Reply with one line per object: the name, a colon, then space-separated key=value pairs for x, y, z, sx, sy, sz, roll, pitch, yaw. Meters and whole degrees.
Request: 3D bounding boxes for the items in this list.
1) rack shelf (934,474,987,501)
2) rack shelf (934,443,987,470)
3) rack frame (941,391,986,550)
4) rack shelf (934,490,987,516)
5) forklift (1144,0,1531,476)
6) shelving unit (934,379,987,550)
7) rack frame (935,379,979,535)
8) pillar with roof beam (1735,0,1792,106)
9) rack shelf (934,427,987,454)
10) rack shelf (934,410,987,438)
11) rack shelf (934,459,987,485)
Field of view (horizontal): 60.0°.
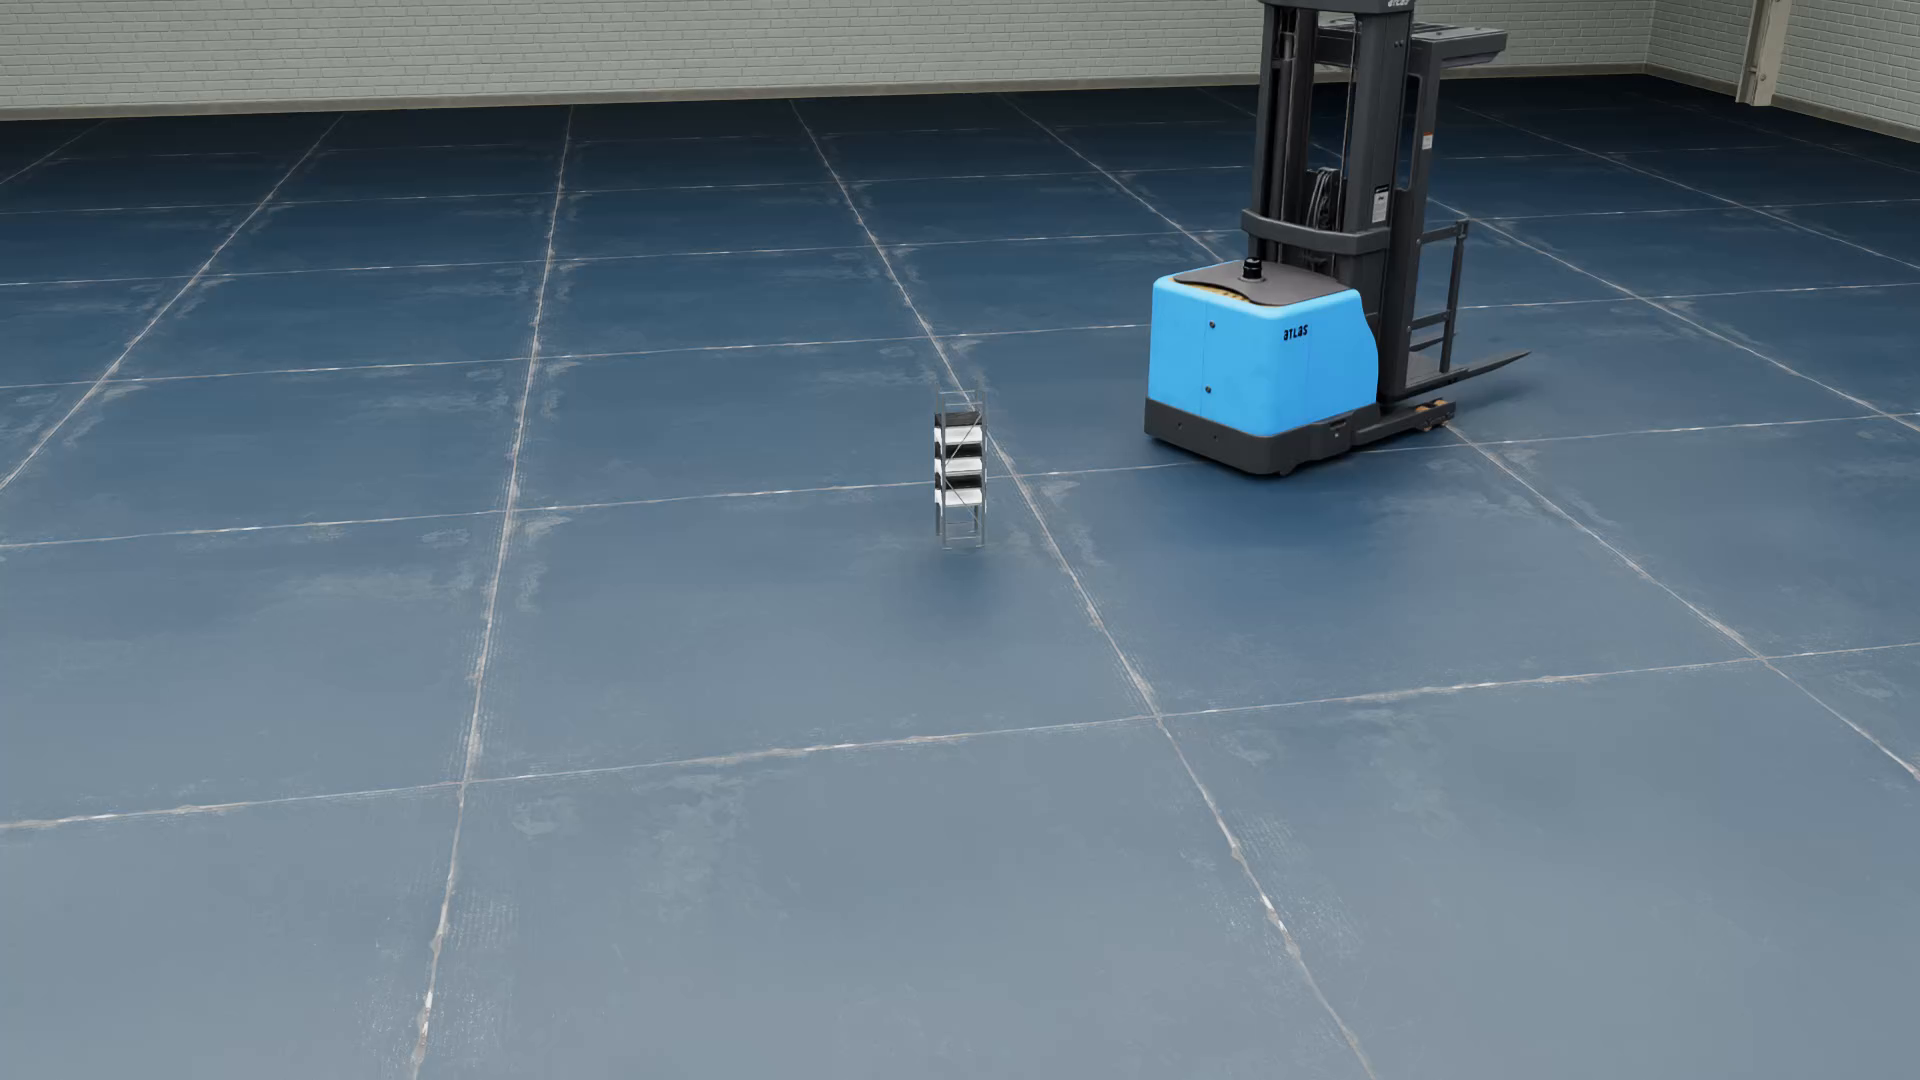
rack shelf: x=0.001 y=-0.296 z=9.112 sx=0.258 sy=0.077 sz=0.200 roll=-4 pitch=24 yaw=-10
rack shelf: x=0.001 y=-0.461 z=9.040 sx=0.258 sy=0.077 sz=0.200 roll=-4 pitch=24 yaw=-10
rack frame: x=0.020 y=-0.369 z=8.971 sx=0.240 sy=0.900 sz=0.006 roll=-4 pitch=24 yaw=-10
rack shelf: x=0.001 y=-0.214 z=9.148 sx=0.258 sy=0.077 sz=0.200 roll=-4 pitch=24 yaw=-10
forklift: x=2.645 y=-2.196 z=10.617 sx=3.031 sy=2.935 sz=1.130 roll=-18 pitch=29 yaw=-35
shelving unit: x=0.001 y=-0.409 z=9.063 sx=0.258 sy=0.900 sz=0.210 roll=-4 pitch=24 yaw=-10
rack frame: x=-0.017 y=-0.449 z=9.154 sx=0.240 sy=0.900 sz=0.006 roll=-4 pitch=24 yaw=-10
pillar with roof beam: x=6.835 y=-9.892 z=20.655 sx=9.100 sy=9.000 sz=0.400 roll=-4 pitch=24 yaw=-10
rack shelf: x=0.001 y=-0.544 z=9.004 sx=0.258 sy=0.077 sz=0.200 roll=-4 pitch=24 yaw=-10
rack shelf: x=0.001 y=-0.626 z=8.968 sx=0.258 sy=0.077 sz=0.200 roll=-4 pitch=24 yaw=-10
rack shelf: x=0.001 y=-0.379 z=9.076 sx=0.258 sy=0.077 sz=0.200 roll=-4 pitch=24 yaw=-10
